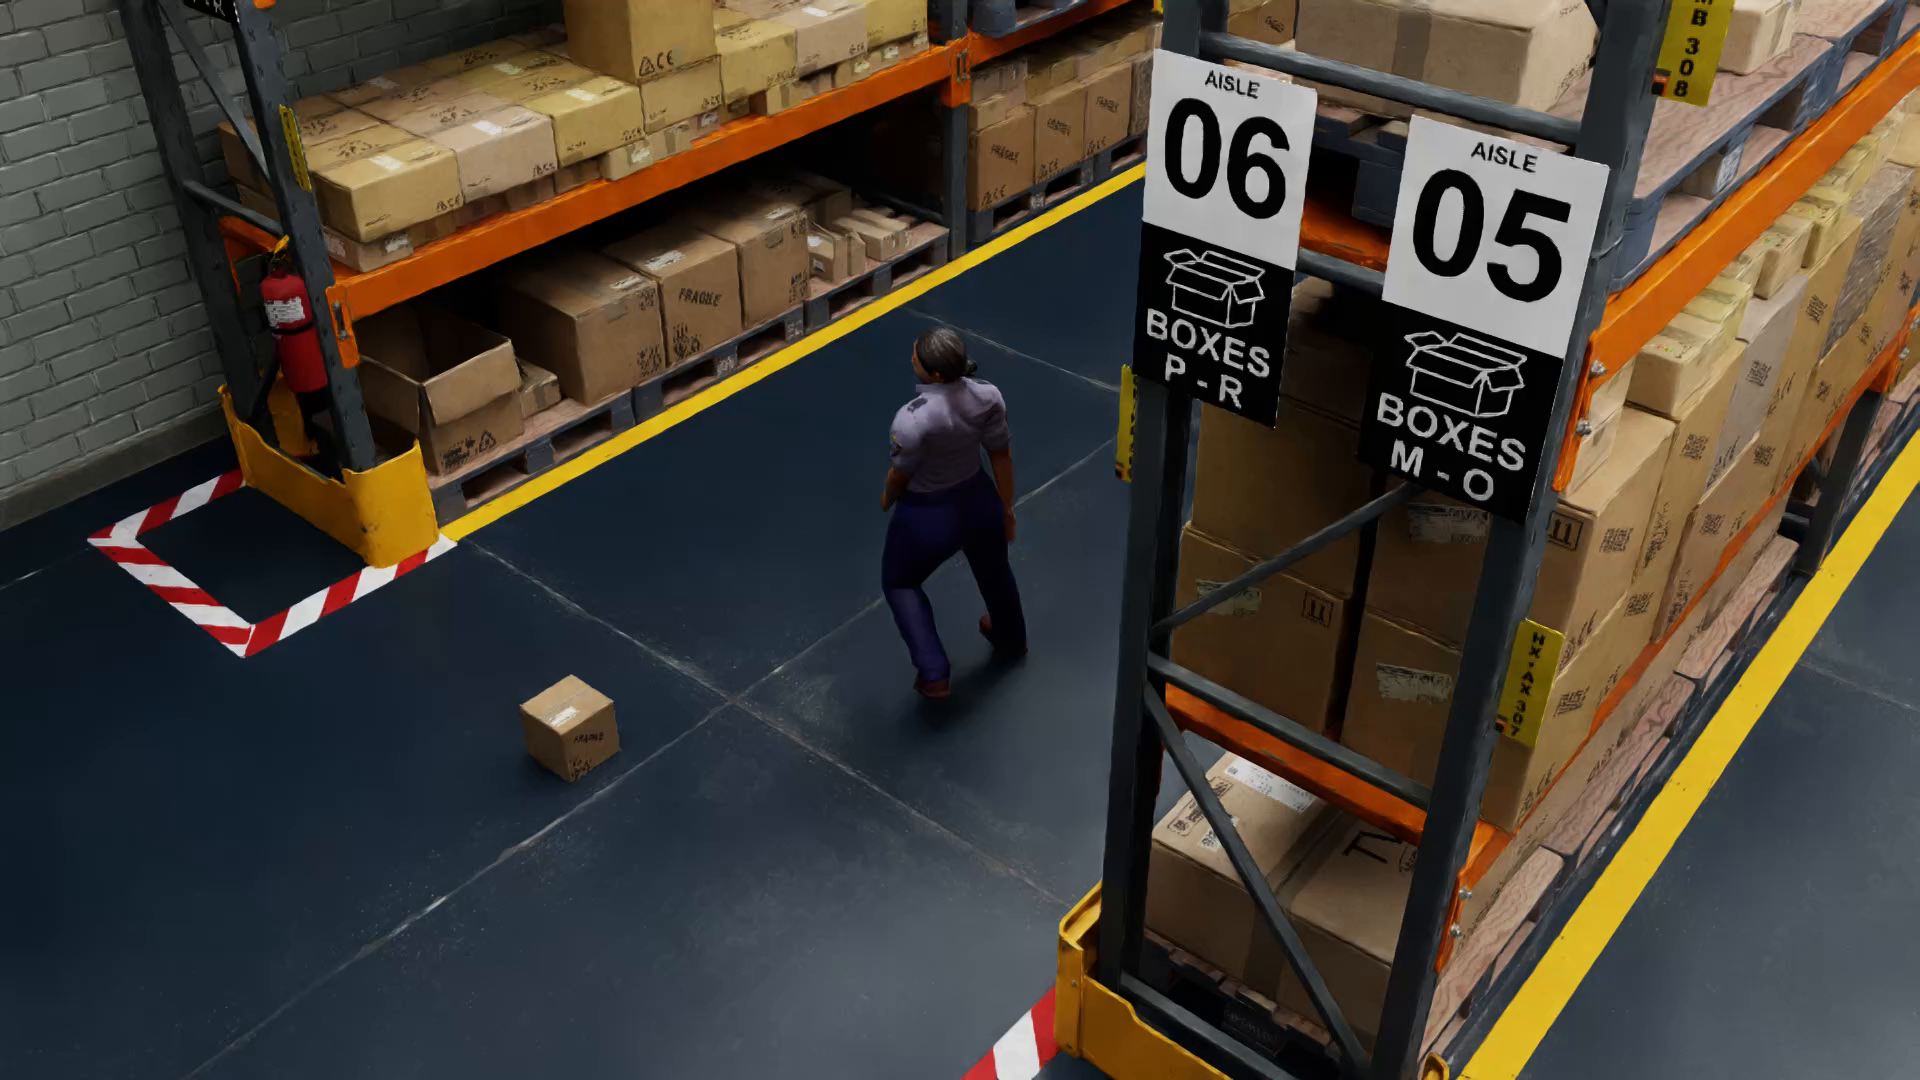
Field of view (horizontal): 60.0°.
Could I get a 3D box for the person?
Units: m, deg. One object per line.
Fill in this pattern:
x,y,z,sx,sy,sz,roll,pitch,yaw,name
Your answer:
0.003,-0.131,6.360,0.662,1.626,0.520,-24,42,-30,person
